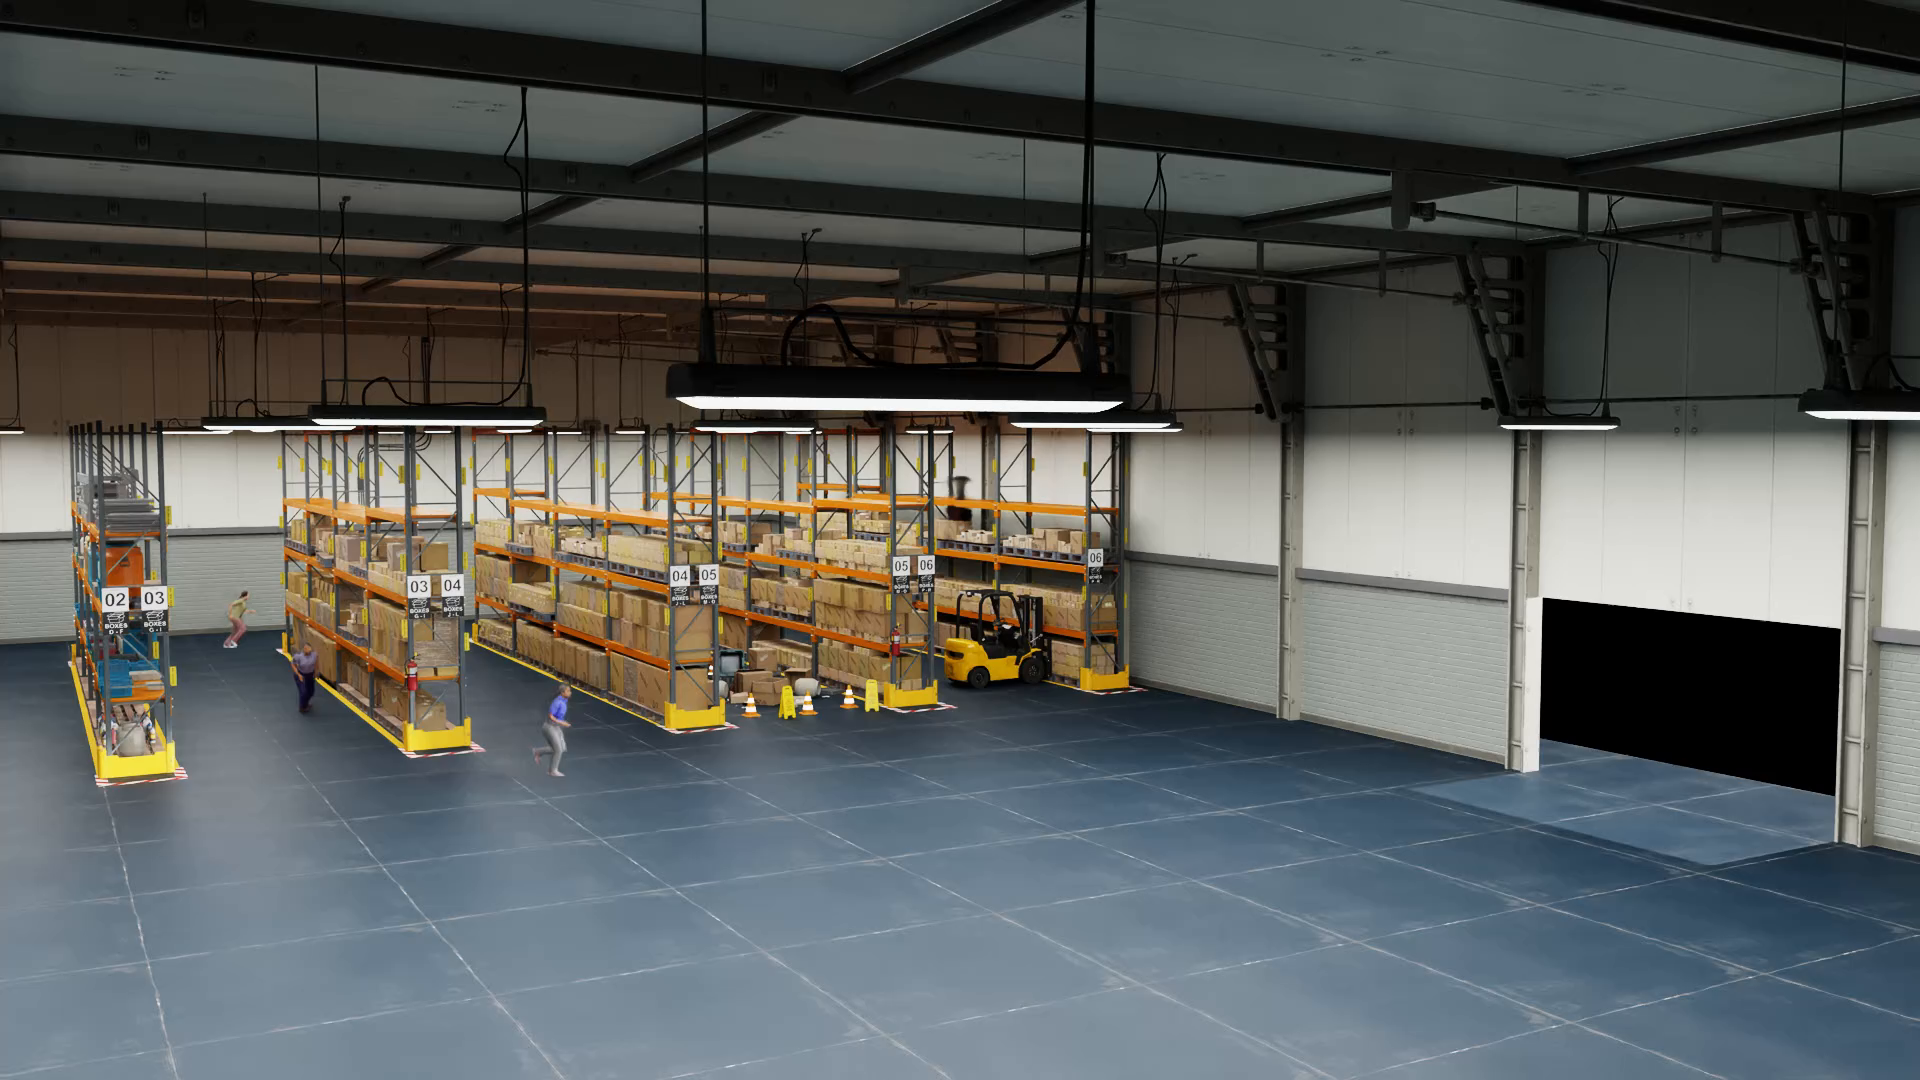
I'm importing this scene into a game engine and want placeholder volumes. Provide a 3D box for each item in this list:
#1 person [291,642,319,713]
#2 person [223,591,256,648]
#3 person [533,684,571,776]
[{"bbox_3d":[-13.661,2.835,34.661,0.826,1.504,0.655,3,4,38],"label":"person"},{"bbox_3d":[-19.624,2.163,45.281,0.850,1.541,0.602,-1,4,-10],"label":"person"},{"bbox_3d":[-6.898,3.227,28.084,0.708,1.576,0.560,1,4,10],"label":"person"}]
